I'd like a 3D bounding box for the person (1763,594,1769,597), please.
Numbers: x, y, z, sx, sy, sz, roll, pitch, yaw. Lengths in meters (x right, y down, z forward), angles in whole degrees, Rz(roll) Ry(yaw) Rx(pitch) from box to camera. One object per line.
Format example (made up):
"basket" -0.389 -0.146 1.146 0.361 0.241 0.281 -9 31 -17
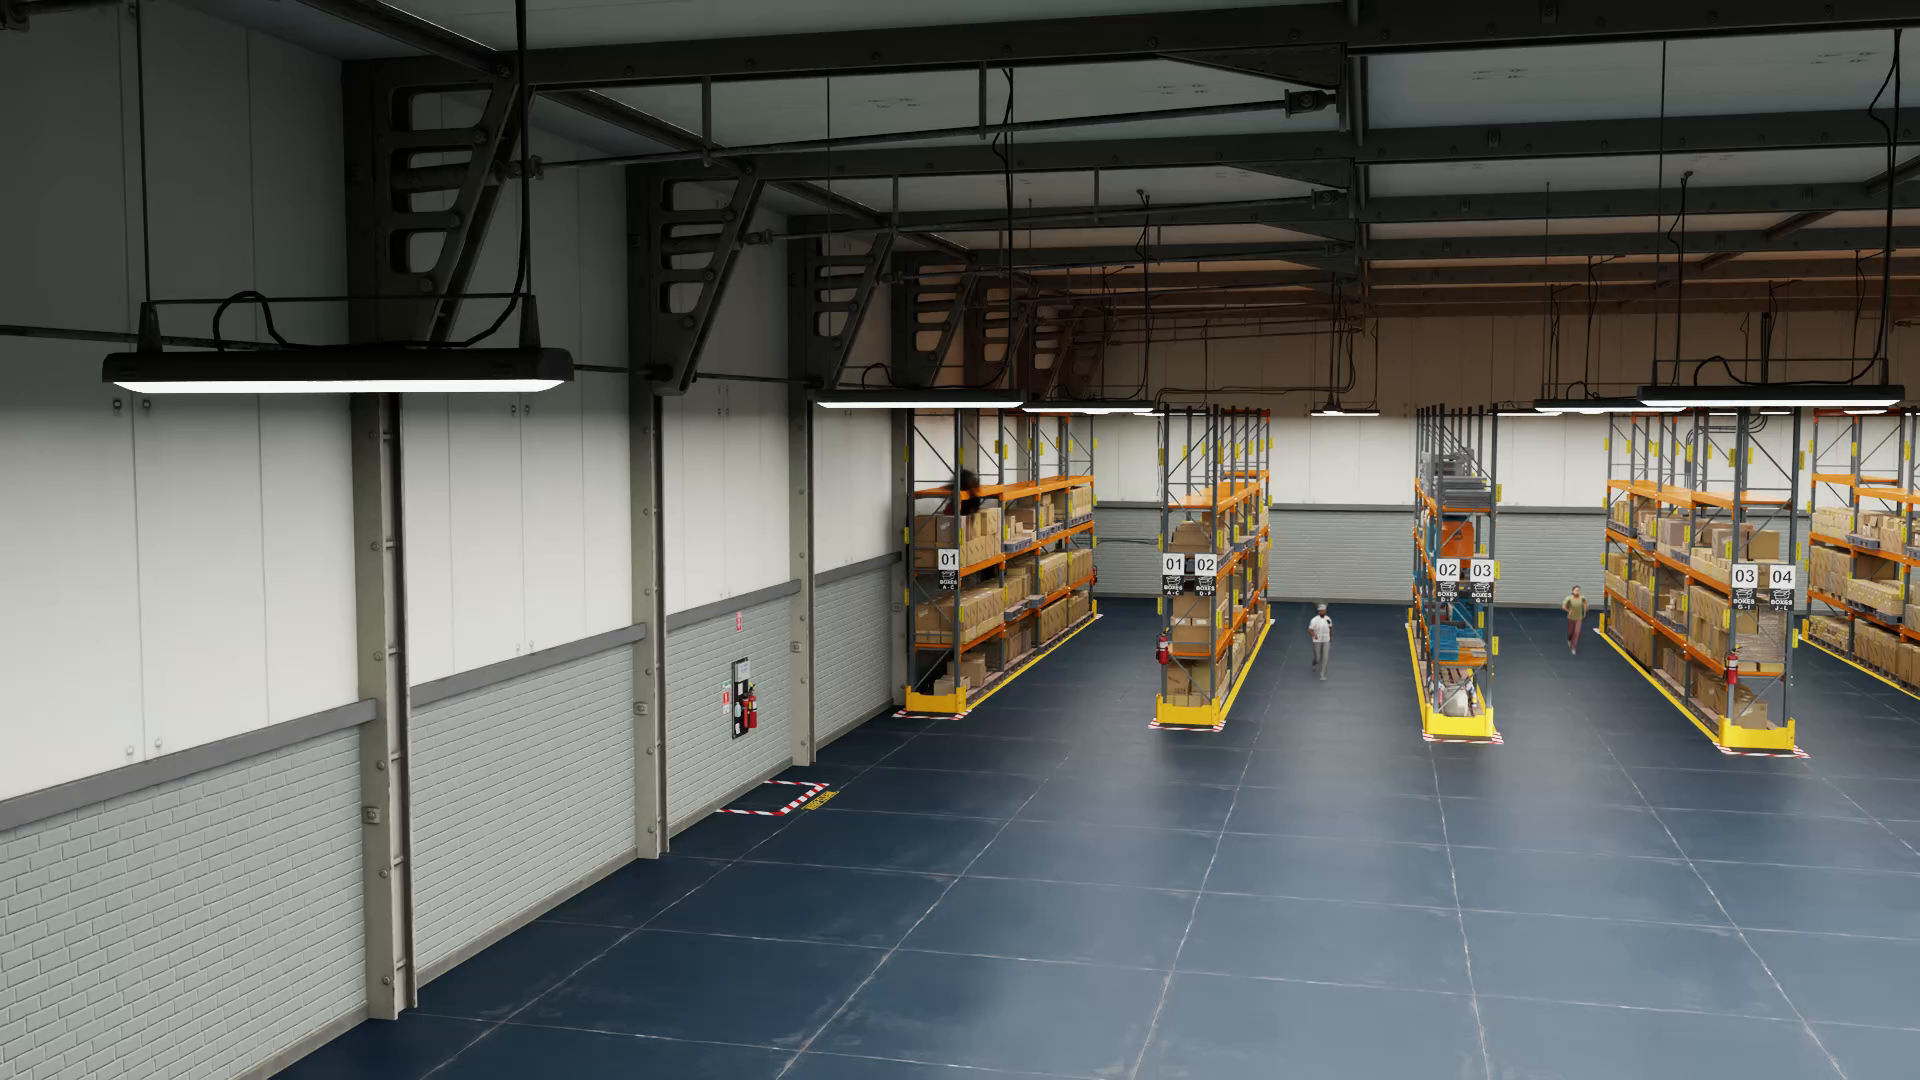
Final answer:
"person" 20.329 1.905 41.864 0.524 1.525 0.774 1 4 16

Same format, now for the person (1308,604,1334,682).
"person" 7.936 2.233 36.487 0.579 1.665 0.819 0 4 -2

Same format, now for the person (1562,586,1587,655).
"person" 15.049 1.937 40.718 0.601 1.661 0.953 1 4 9
